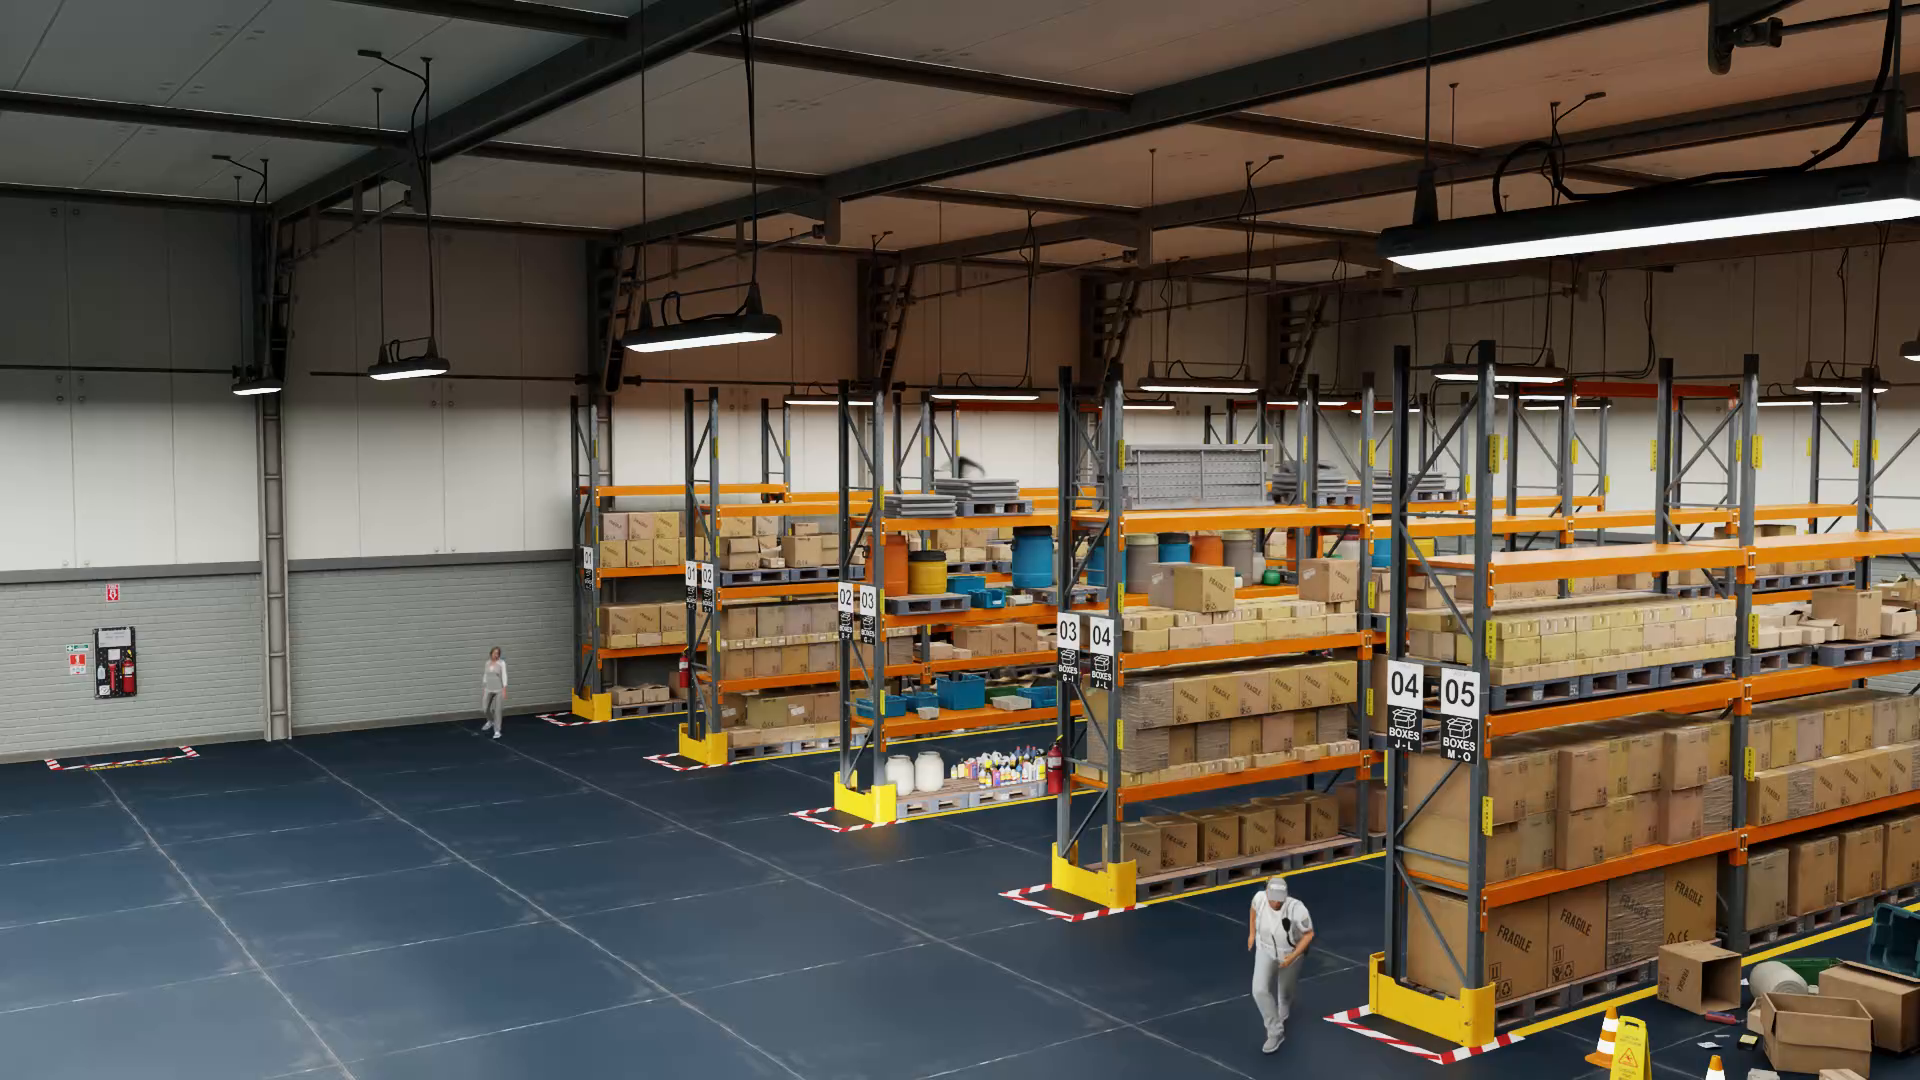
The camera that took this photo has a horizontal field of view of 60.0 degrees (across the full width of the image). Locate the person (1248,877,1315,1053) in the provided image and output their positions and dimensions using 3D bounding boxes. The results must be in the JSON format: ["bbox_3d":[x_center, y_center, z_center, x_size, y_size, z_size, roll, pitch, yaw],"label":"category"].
[{"bbox_3d":[2.774,3.547,14.284,0.600,1.500,1.089,1,4,23],"label":"person"}]

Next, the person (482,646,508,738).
[{"bbox_3d":[-8.086,2.630,28.885,0.559,1.591,0.506,0,3,5],"label":"person"}]

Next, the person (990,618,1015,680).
[{"bbox_3d":[0.910,2.296,33.822,0.517,1.687,0.696,3,4,40],"label":"person"}]
